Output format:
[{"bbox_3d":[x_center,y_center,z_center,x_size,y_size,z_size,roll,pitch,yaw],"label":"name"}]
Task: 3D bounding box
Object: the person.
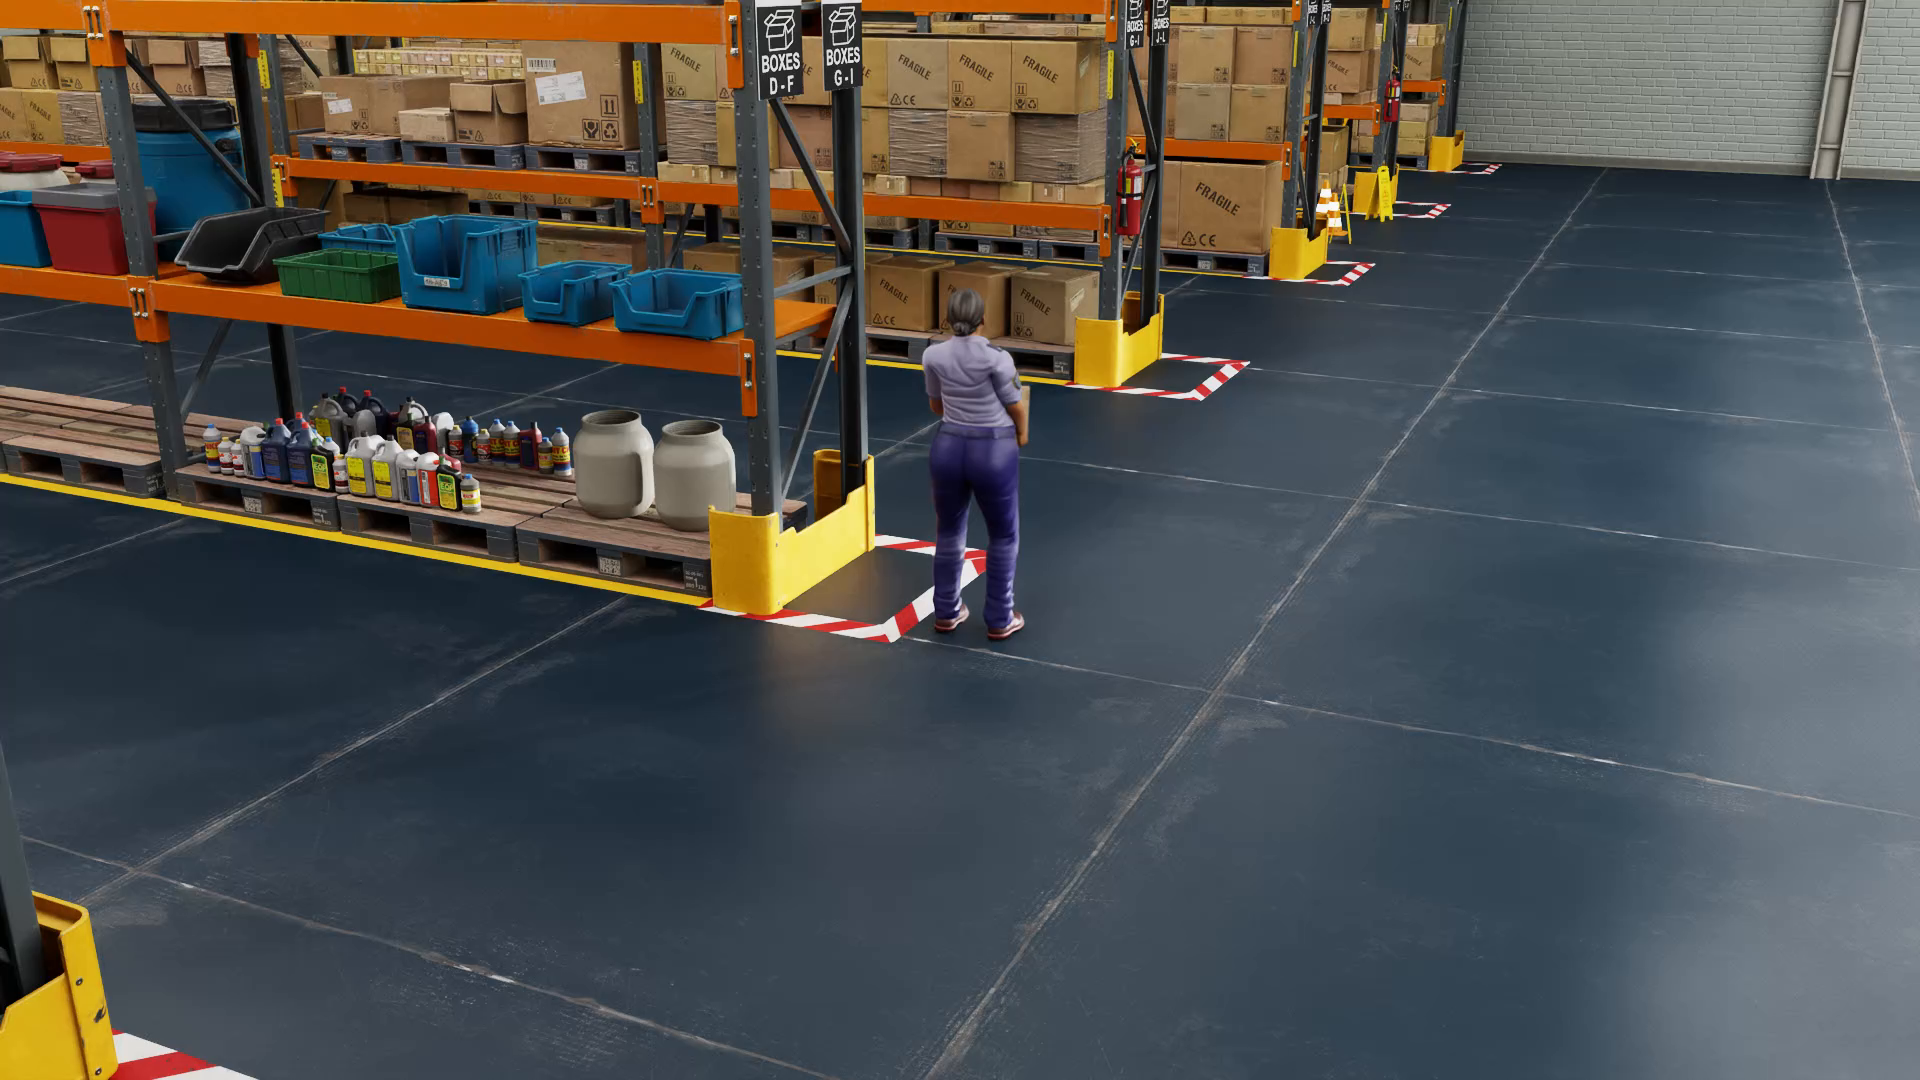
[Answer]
[{"bbox_3d":[0.089,-0.368,7.678,0.454,1.624,0.514,7,20,20],"label":"person"}]
